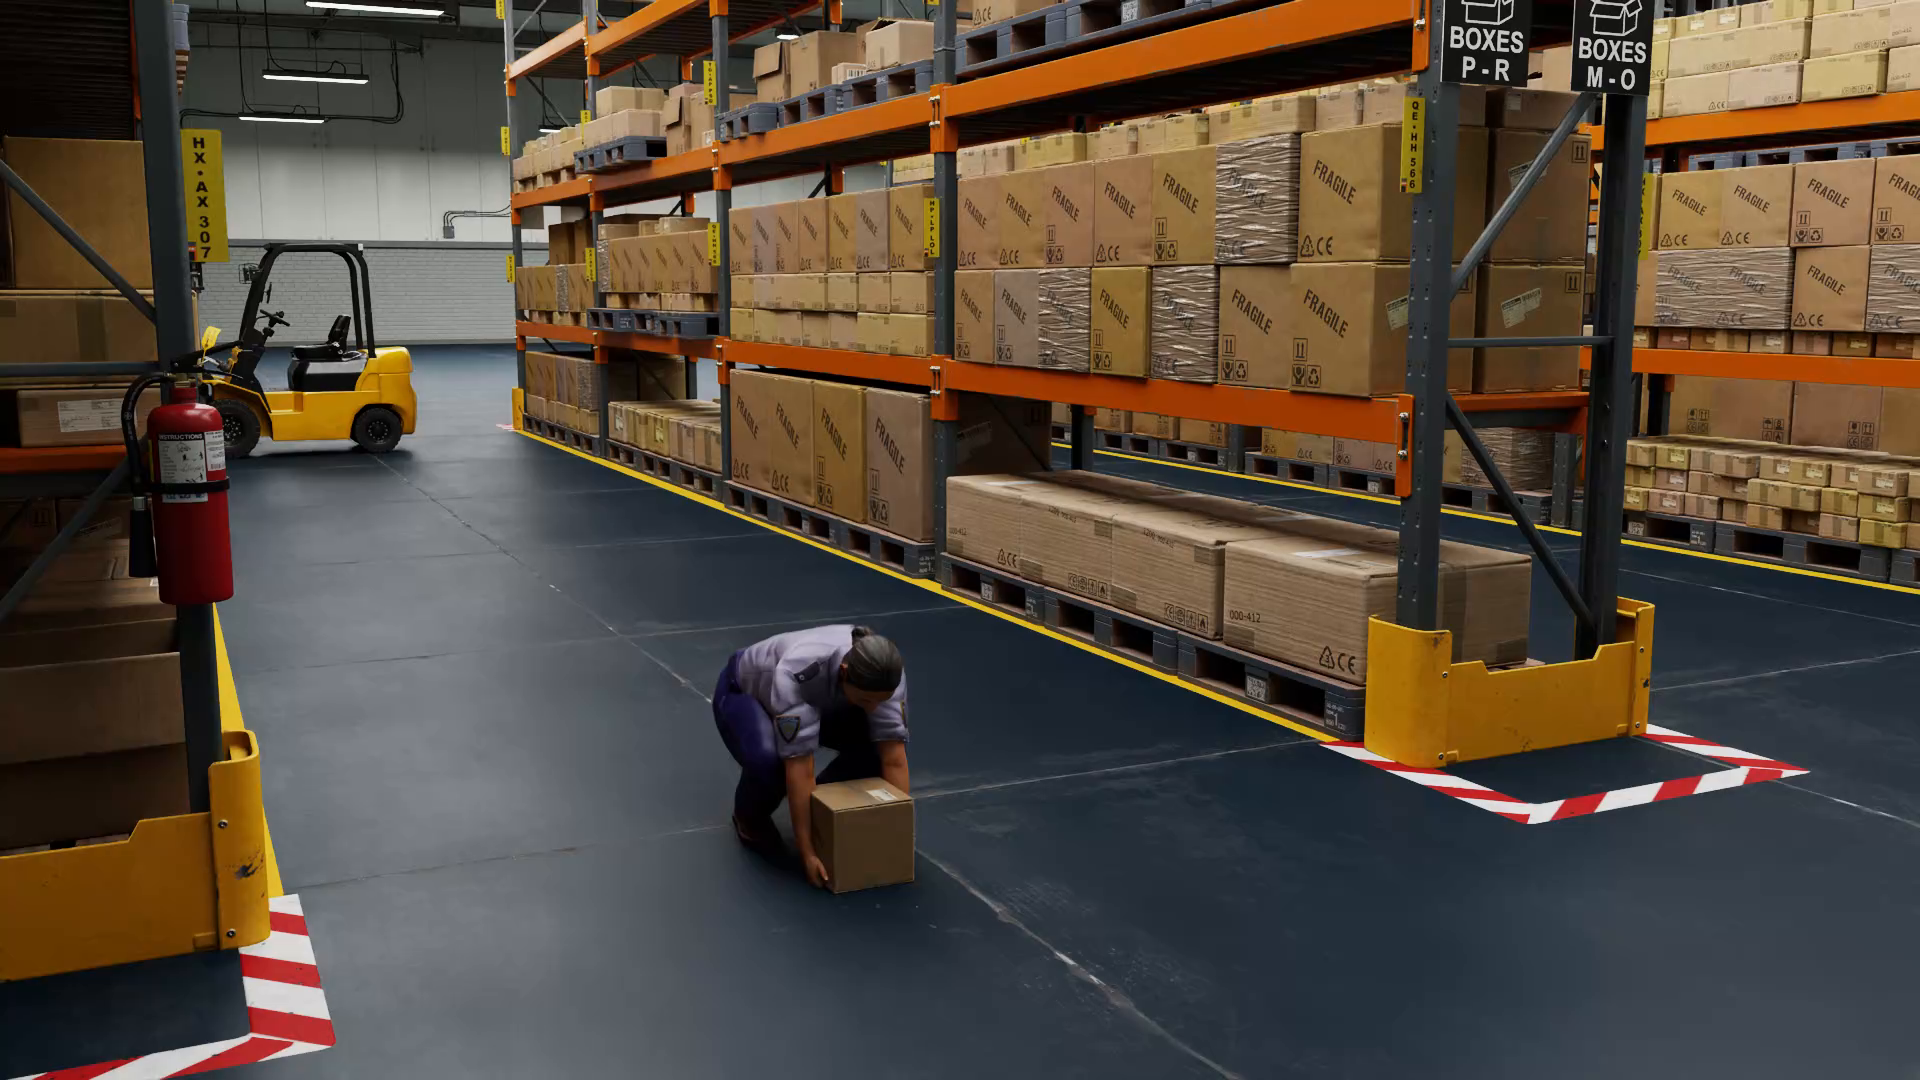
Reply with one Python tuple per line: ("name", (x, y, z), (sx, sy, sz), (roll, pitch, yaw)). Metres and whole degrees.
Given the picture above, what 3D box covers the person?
("person", (-0.437, 0.599, 5.121), (0.513, 0.774, 0.870), (-4, 10, -27))
